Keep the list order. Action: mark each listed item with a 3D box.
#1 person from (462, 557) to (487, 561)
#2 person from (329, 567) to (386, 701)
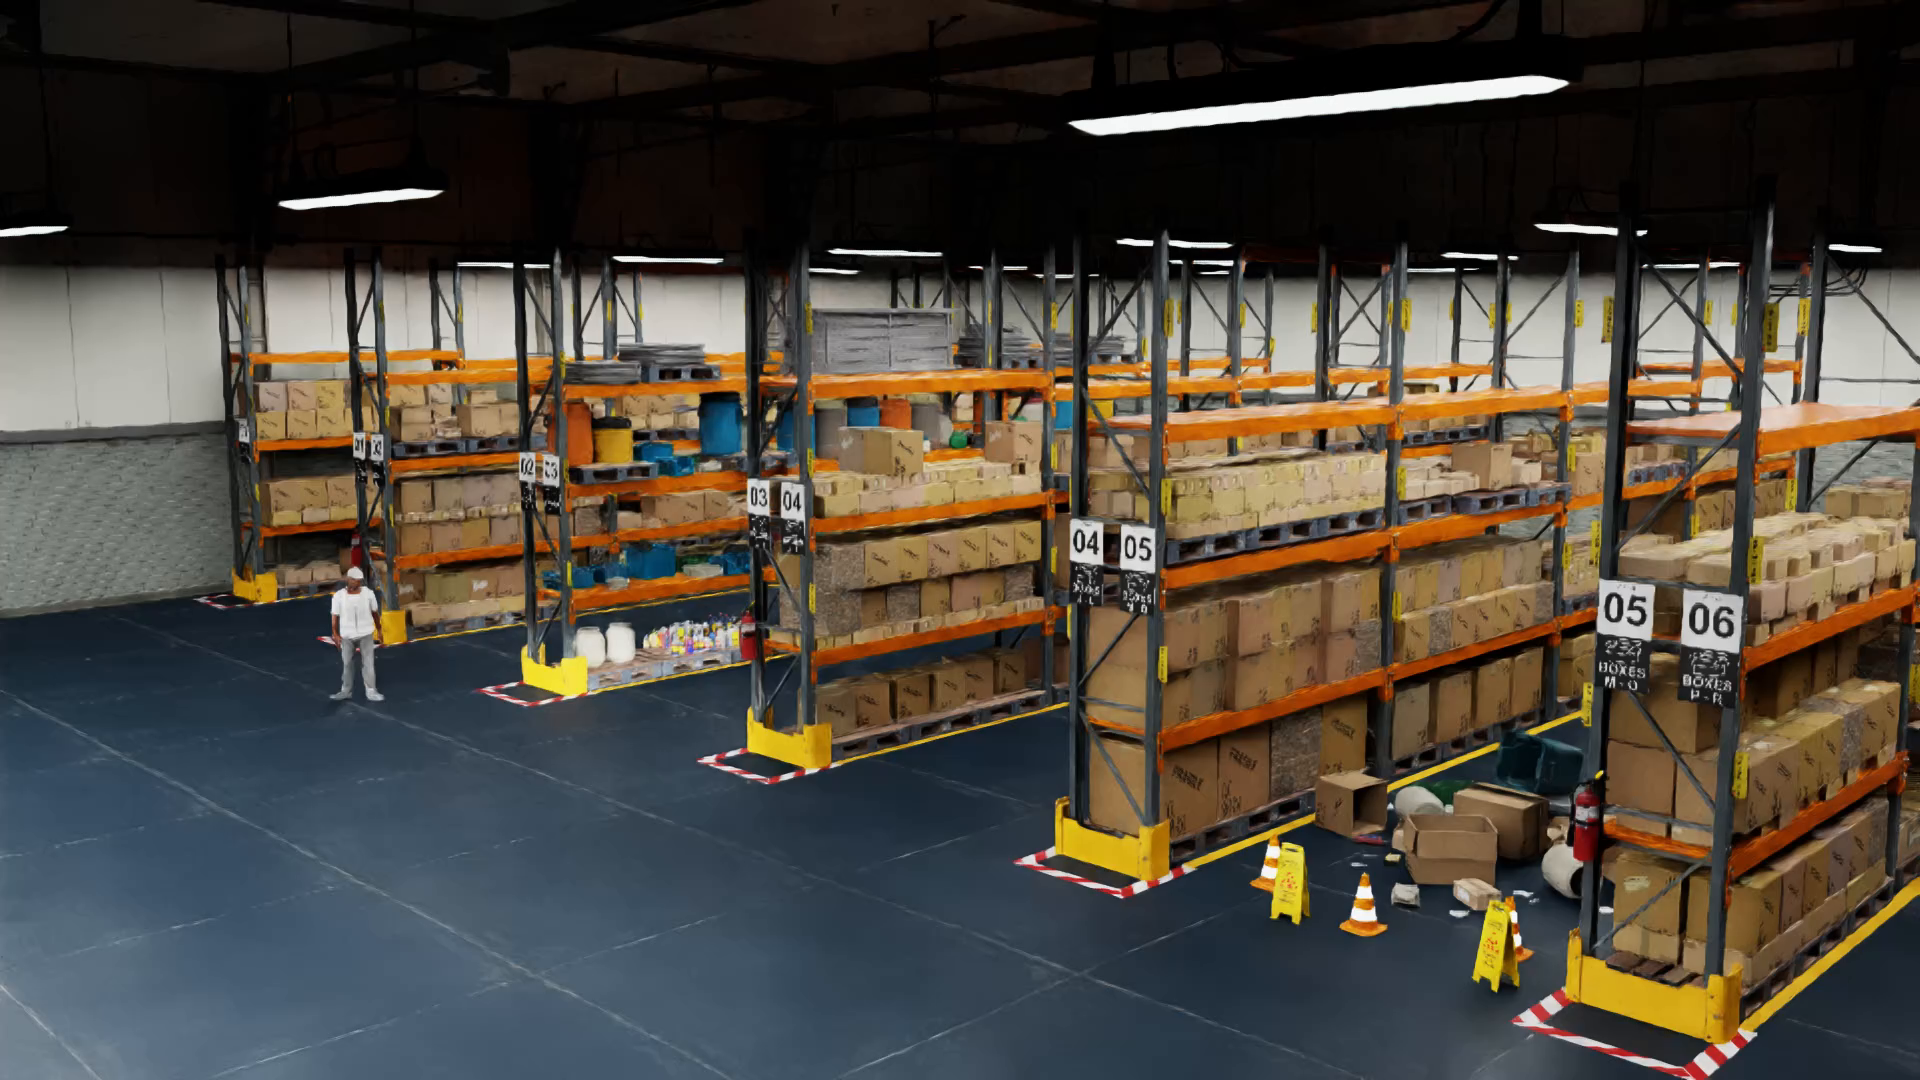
[{"bbox_3d":[-8.459,0.217,28.898,0.565,1.736,1.045,8,11,43],"label":"person"},{"bbox_3d":[-7.891,1.226,21.677,0.703,1.769,0.427,-3,9,-21],"label":"person"}]
